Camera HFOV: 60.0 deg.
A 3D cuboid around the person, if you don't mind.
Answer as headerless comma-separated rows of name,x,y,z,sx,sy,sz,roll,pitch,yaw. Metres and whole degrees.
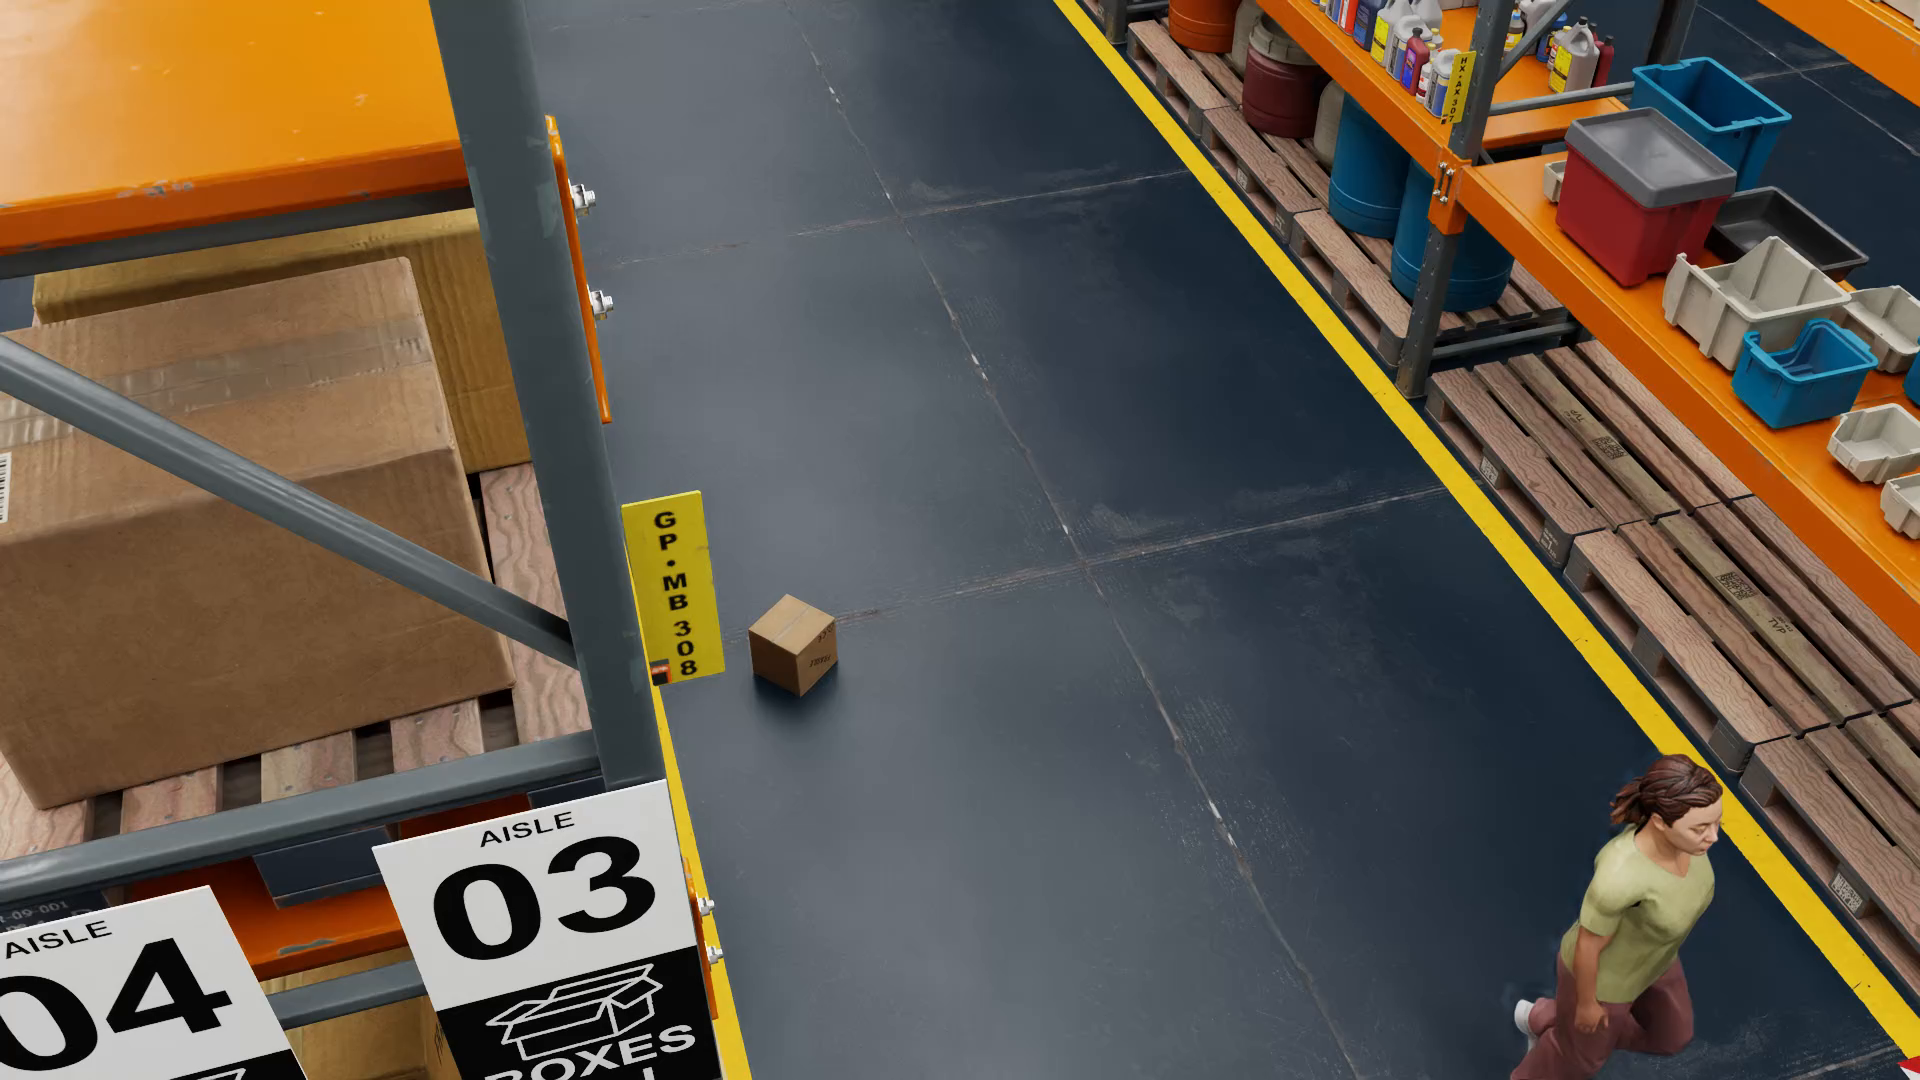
person,1.898,1.213,4.790,0.479,1.662,0.476,-30,50,-29
